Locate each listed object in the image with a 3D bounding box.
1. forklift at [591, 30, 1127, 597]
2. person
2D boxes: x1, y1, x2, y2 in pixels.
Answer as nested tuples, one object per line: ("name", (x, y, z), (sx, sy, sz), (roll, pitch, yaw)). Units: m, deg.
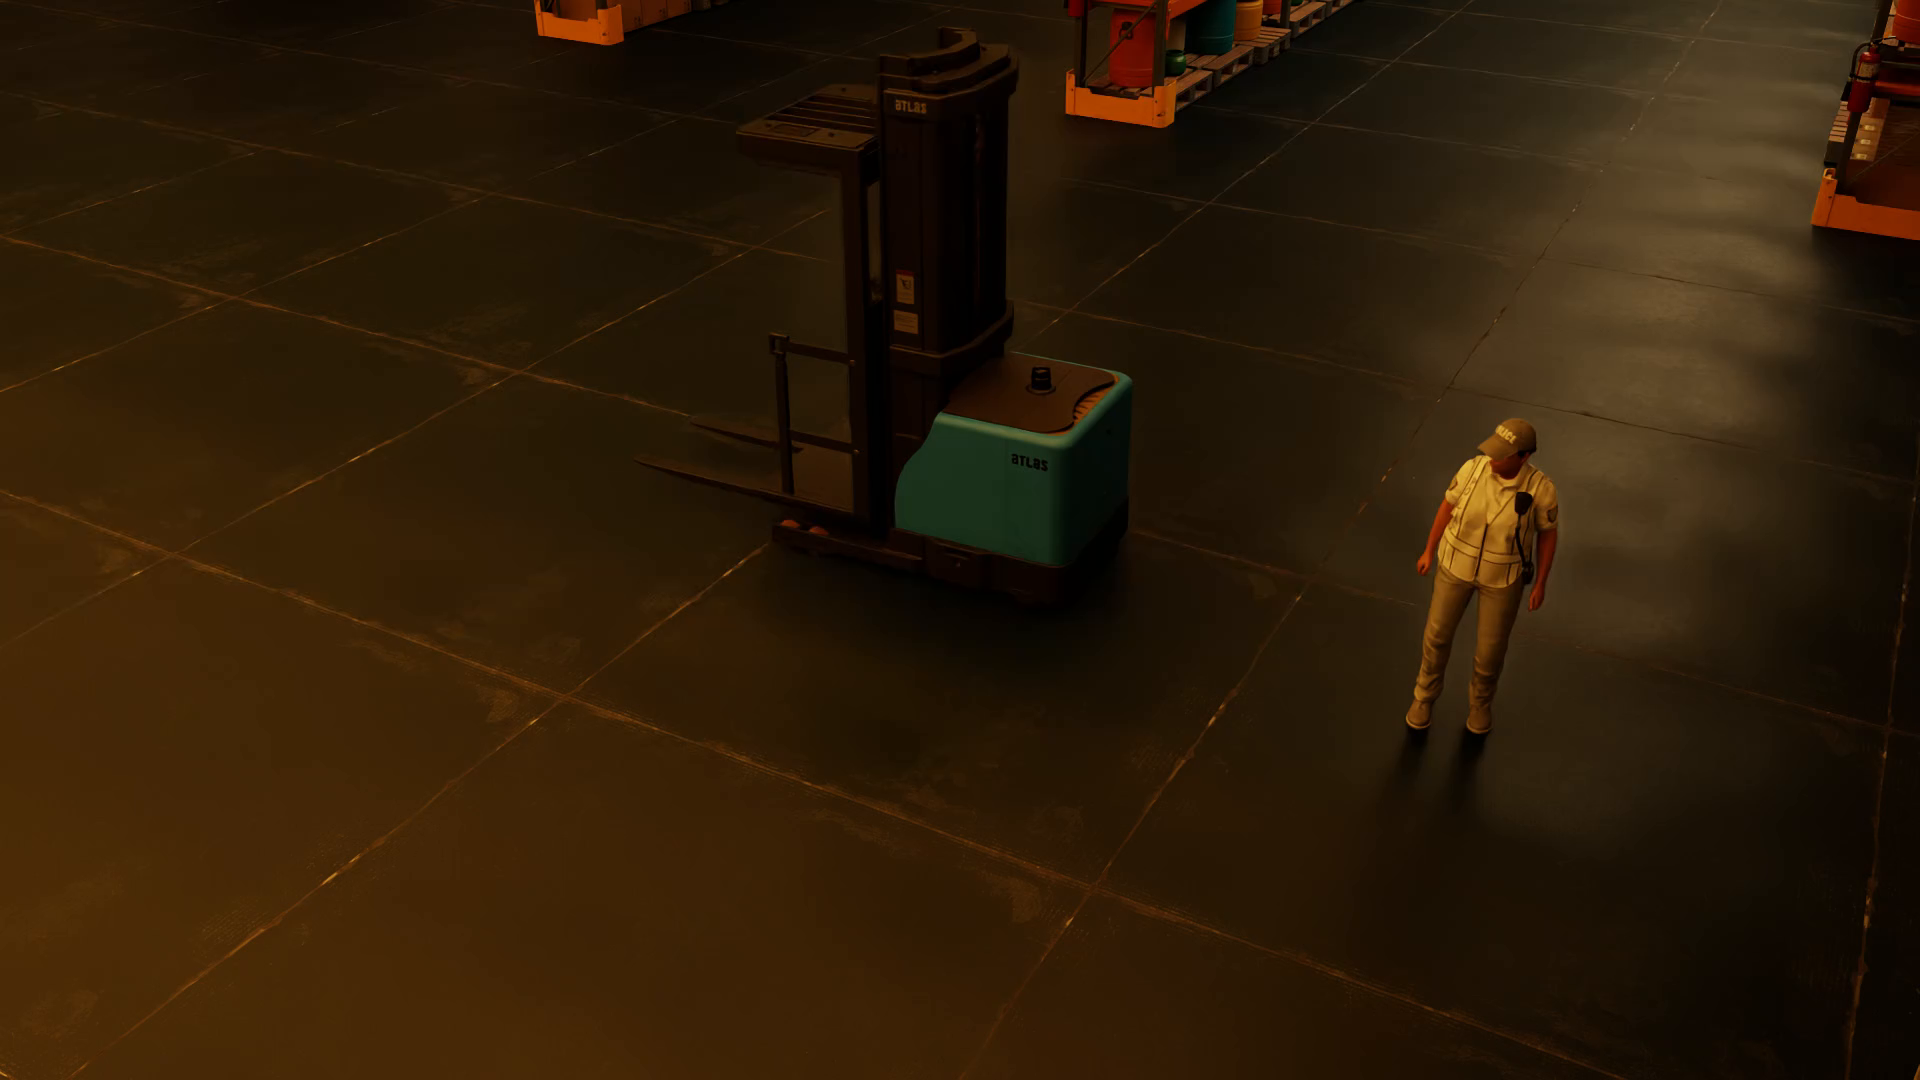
("forklift", (-0.614, -1.227, 9.197), (3.031, 2.935, 1.130), (-3, 30, -5))
("person", (2.505, 0.161, 7.985), (0.480, 1.668, 0.388), (14, 33, 23))
